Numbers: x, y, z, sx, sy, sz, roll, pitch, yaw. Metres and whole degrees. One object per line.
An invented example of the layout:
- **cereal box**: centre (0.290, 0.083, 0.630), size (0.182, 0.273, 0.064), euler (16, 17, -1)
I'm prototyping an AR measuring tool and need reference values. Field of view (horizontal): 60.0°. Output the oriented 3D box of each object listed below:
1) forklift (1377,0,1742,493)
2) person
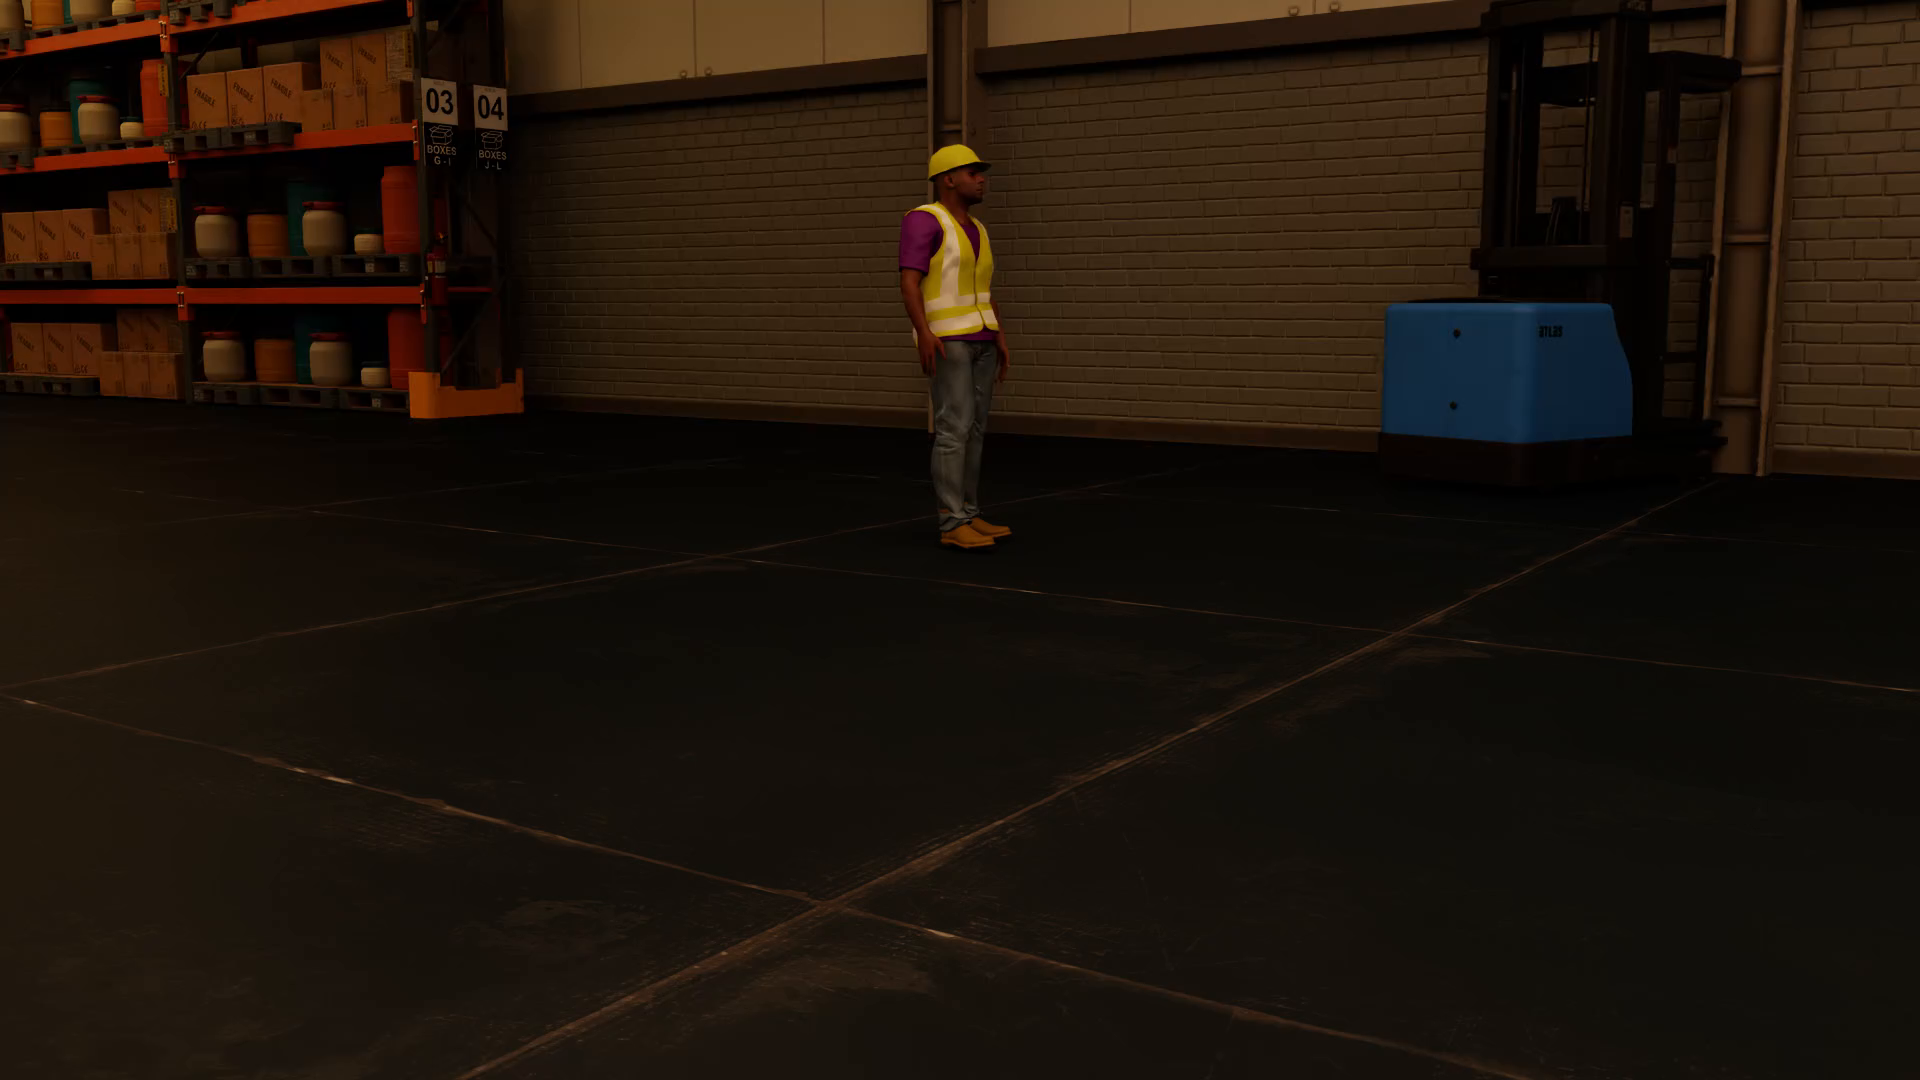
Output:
- **forklift**: centre (3.976, -1.848, 10.190), size (3.031, 2.935, 1.130), euler (-6, 10, -36)
- **person**: centre (0.055, -0.876, 7.435), size (0.575, 1.768, 0.665), euler (5, 10, 34)
